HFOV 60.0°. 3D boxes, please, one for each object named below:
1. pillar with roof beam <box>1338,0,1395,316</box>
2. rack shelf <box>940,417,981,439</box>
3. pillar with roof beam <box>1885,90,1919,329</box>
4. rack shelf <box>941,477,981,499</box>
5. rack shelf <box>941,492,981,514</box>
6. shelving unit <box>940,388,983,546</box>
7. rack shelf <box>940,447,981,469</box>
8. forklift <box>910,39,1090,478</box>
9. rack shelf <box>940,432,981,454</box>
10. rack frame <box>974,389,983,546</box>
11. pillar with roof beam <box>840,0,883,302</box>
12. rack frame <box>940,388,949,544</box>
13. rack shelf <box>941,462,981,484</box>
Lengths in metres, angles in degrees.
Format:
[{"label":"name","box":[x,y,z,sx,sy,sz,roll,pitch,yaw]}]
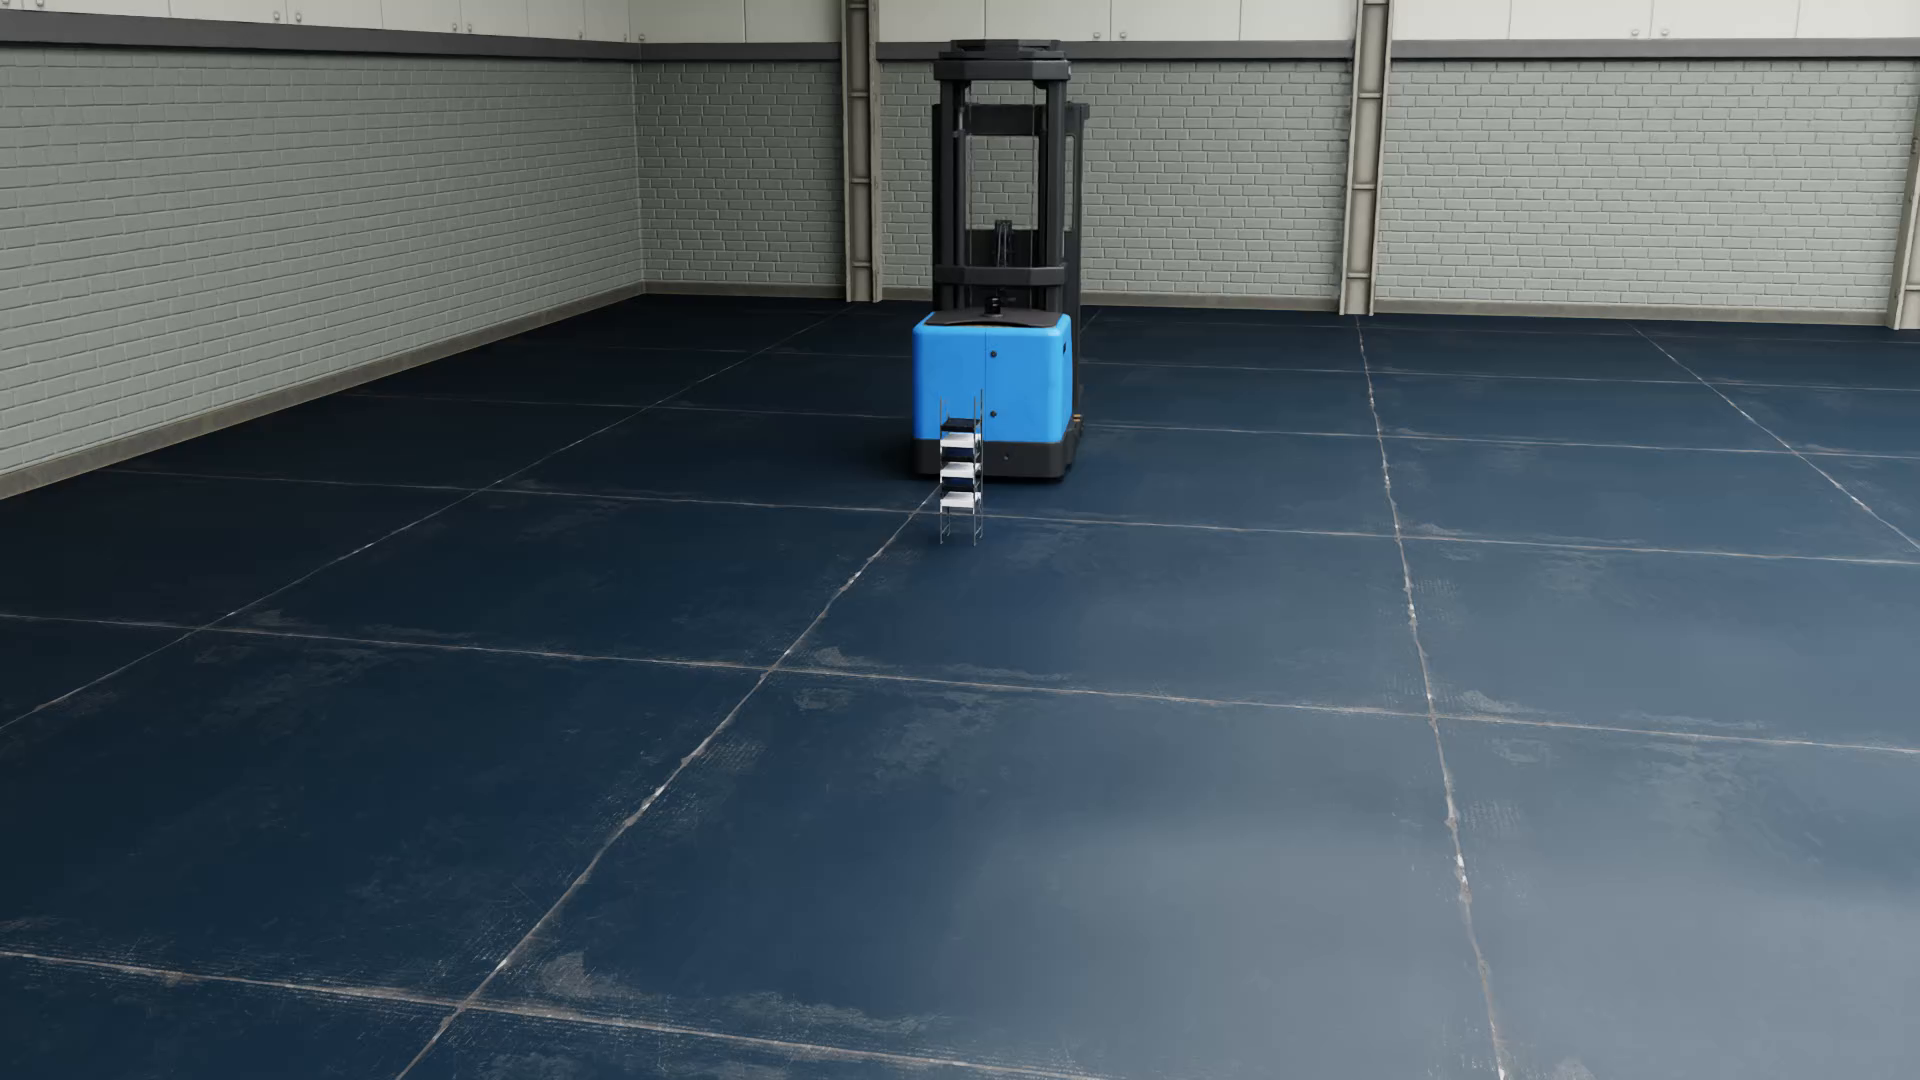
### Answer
[{"label":"pillar with roof beam","box":[3.825,-5.892,14.407,0.400,9.000,9.100,3,16,11]},{"label":"rack shelf","box":[0.008,-0.661,9.807,0.200,0.077,0.258,3,16,11]},{"label":"pillar with roof beam","box":[9.705,-5.573,13.255,0.400,9.000,9.100,3,16,11]},{"label":"rack shelf","box":[0.008,-0.314,9.903,0.200,0.077,0.258,3,16,11]},{"label":"rack shelf","box":[0.008,-0.228,9.927,0.200,0.077,0.258,3,16,11]},{"label":"shelving unit","box":[0.008,-0.433,9.870,0.210,0.900,0.258,3,16,11]},{"label":"rack shelf","box":[0.008,-0.488,9.855,0.200,0.077,0.258,3,16,11]},{"label":"forklift","box":[0.374,-2.179,12.369,1.130,2.935,3.031,2,16,8]},{"label":"rack shelf","box":[0.008,-0.575,9.831,0.200,0.077,0.258,3,16,11]},{"label":"rack frame","box":[0.108,-0.428,9.851,0.006,0.900,0.240,3,16,11]},{"label":"pillar with roof beam","box":[-2.054,-6.212,15.560,0.400,9.000,9.100,3,16,11]},{"label":"rack frame","box":[-0.092,-0.439,9.890,0.006,0.900,0.240,3,16,11]},{"label":"rack shelf","box":[0.008,-0.401,9.879,0.200,0.077,0.258,3,16,11]}]
